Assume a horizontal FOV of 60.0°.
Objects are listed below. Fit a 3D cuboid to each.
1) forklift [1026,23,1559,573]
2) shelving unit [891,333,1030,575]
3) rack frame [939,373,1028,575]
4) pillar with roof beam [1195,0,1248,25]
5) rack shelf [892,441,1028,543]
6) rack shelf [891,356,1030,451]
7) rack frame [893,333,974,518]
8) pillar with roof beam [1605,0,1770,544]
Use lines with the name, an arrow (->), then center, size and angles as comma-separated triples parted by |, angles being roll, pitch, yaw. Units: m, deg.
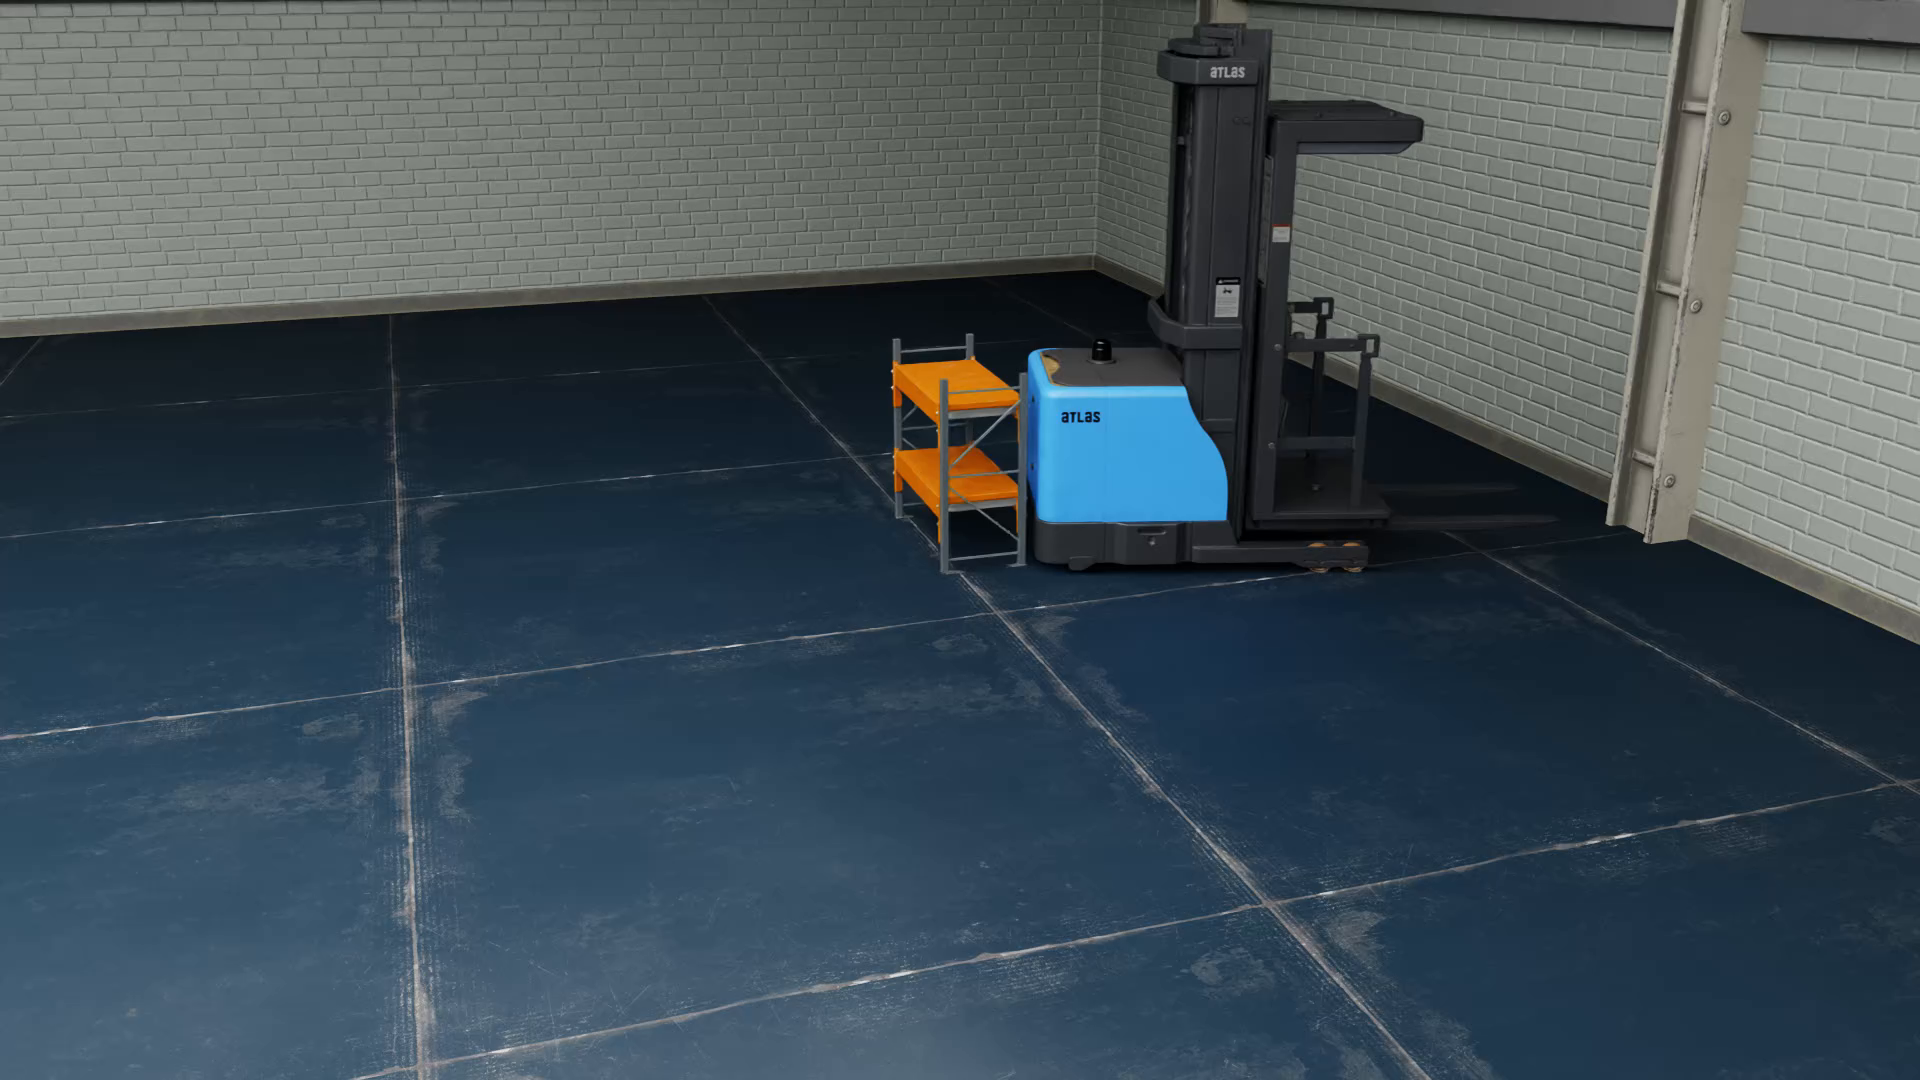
forklift -> 1.923, -1.374, 9.405 | 3.031, 2.935, 1.130 | -1, 20, -2
shelving unit -> -0.014, -0.528, 9.722 | 0.538, 1.125, 1.048 | -6, 21, -16
rack frame -> 0.132, -0.363, 9.264 | 0.500, 1.125, 0.032 | -6, 21, -16
pillar with roof beam -> -1.807, -5.760, 12.641 | 9.100, 9.000, 0.400 | -6, 21, -17
rack shelf -> -0.014, -0.298, 9.805 | 0.538, 0.278, 1.000 | -6, 21, -16
rack shelf -> -0.014, -0.803, 9.623 | 0.538, 0.278, 1.000 | -6, 21, -16
rack frame -> -0.160, -0.693, 10.181 | 0.500, 1.125, 0.032 | -6, 21, -16
pillar with roof beam -> 0.079, -3.835, 7.280 | 9.100, 9.000, 0.400 | -6, 21, -17
